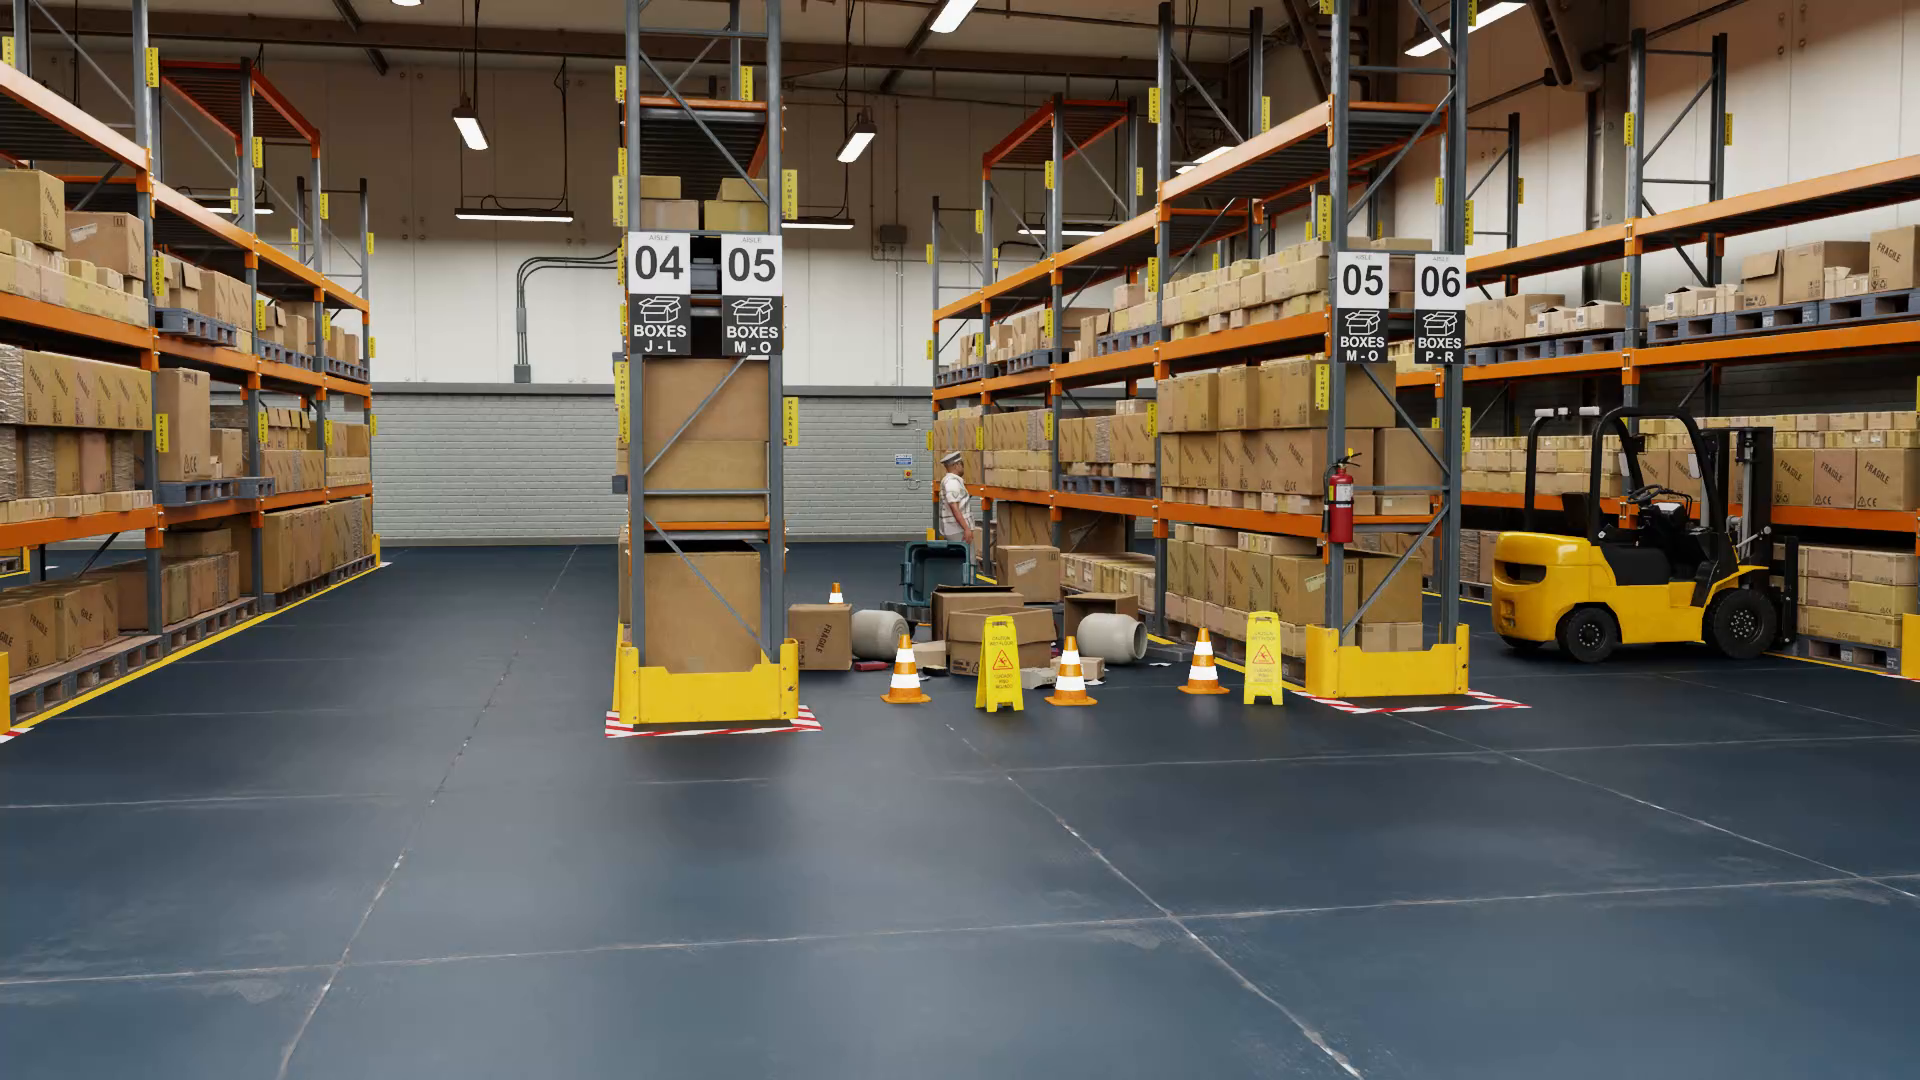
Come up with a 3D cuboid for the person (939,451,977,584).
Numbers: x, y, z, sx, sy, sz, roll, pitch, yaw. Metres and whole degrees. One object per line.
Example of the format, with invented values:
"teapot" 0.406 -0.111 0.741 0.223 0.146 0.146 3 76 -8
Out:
"person" 0.062 -0.088 18.291 0.575 1.777 0.640 -1 3 -11
